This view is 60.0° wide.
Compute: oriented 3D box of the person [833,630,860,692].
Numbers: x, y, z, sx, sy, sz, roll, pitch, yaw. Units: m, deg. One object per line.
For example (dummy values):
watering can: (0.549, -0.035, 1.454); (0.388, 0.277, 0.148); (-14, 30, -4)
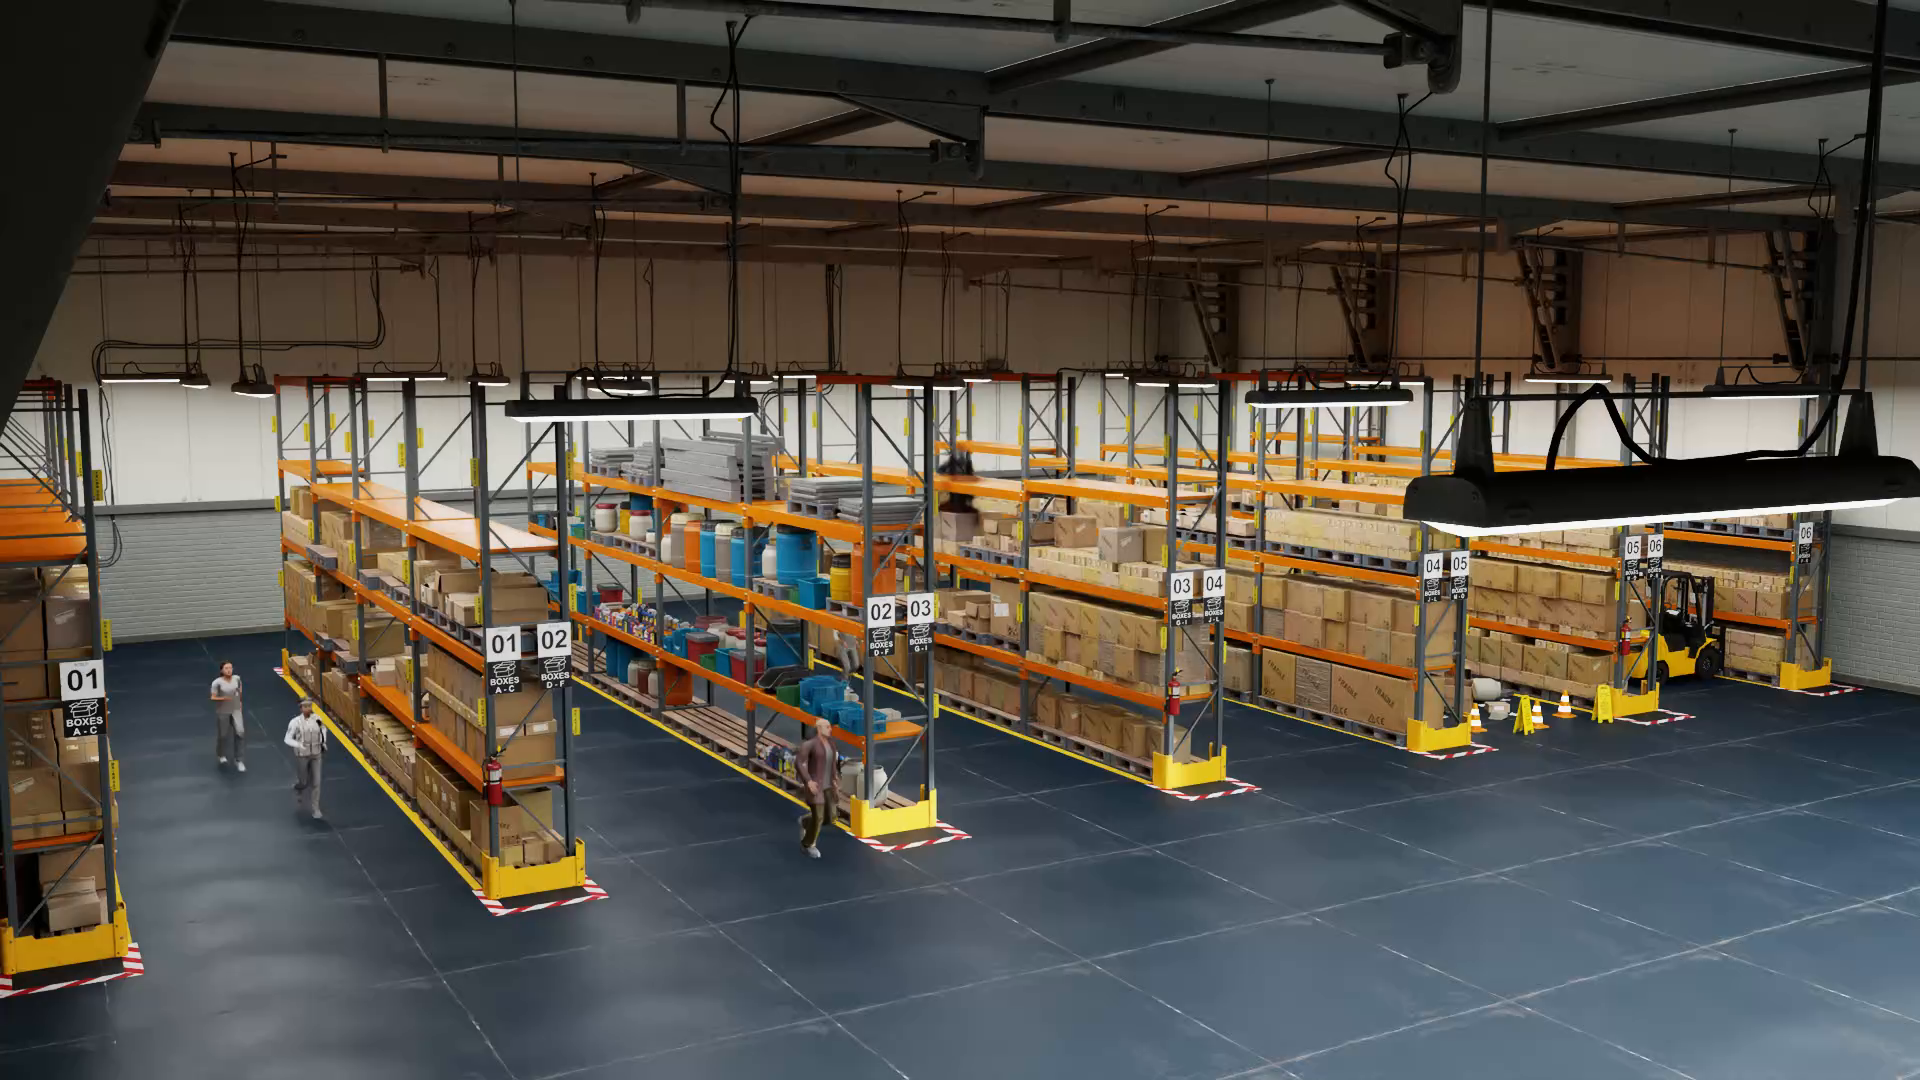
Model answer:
person: (-2.030, 1.979, 30.040); (0.509, 1.566, 0.491); (-4, 8, -35)

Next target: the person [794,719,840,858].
person: (-1.830, 3.153, 21.401); (0.604, 1.714, 0.758); (5, 8, 40)

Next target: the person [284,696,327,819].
person: (-9.014, 2.973, 23.025); (0.618, 1.663, 0.890); (-5, 8, -39)

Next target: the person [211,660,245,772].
person: (-11.301, 2.694, 25.673); (0.511, 1.713, 0.825); (-5, 8, -37)
